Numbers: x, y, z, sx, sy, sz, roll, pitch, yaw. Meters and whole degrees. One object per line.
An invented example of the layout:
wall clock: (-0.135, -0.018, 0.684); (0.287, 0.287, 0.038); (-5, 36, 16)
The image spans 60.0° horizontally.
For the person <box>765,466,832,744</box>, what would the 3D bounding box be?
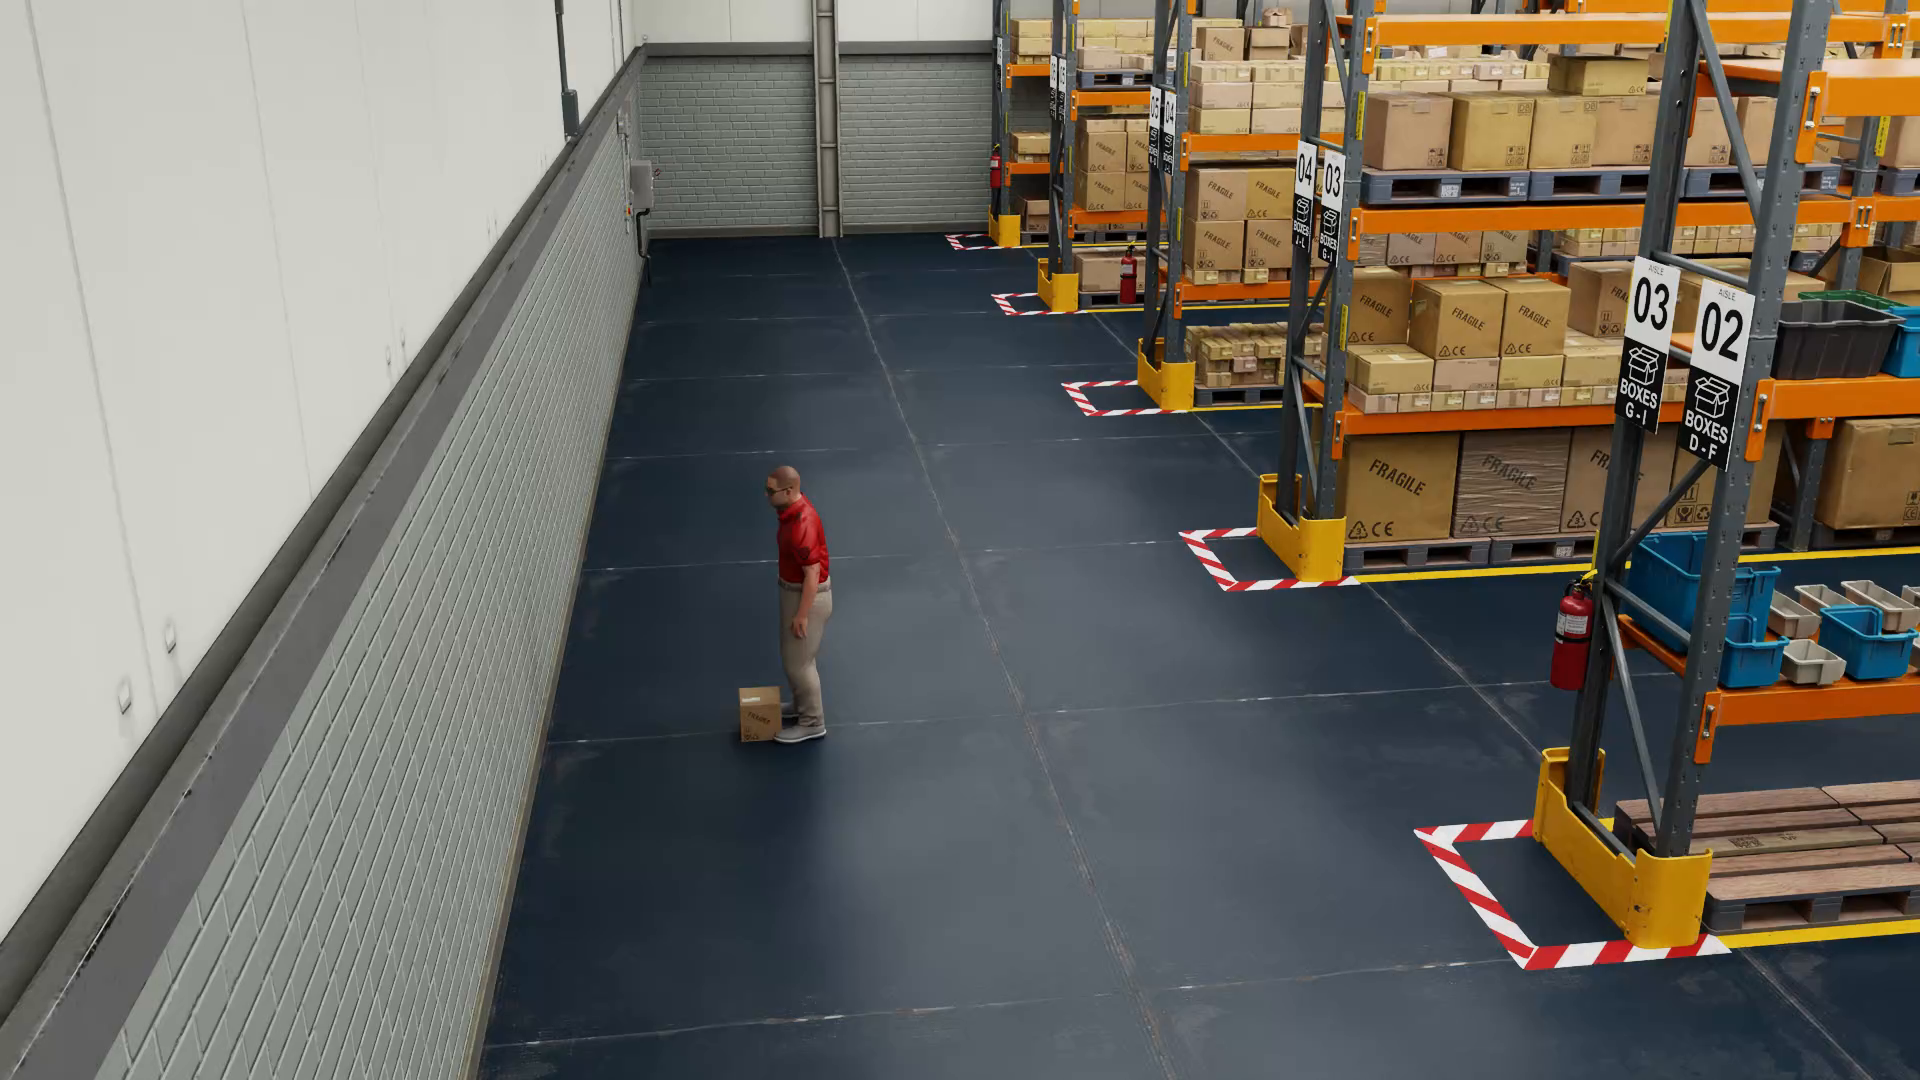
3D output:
person: (-0.981, 0.368, 10.077); (0.394, 1.726, 0.604); (-4, 20, -11)
